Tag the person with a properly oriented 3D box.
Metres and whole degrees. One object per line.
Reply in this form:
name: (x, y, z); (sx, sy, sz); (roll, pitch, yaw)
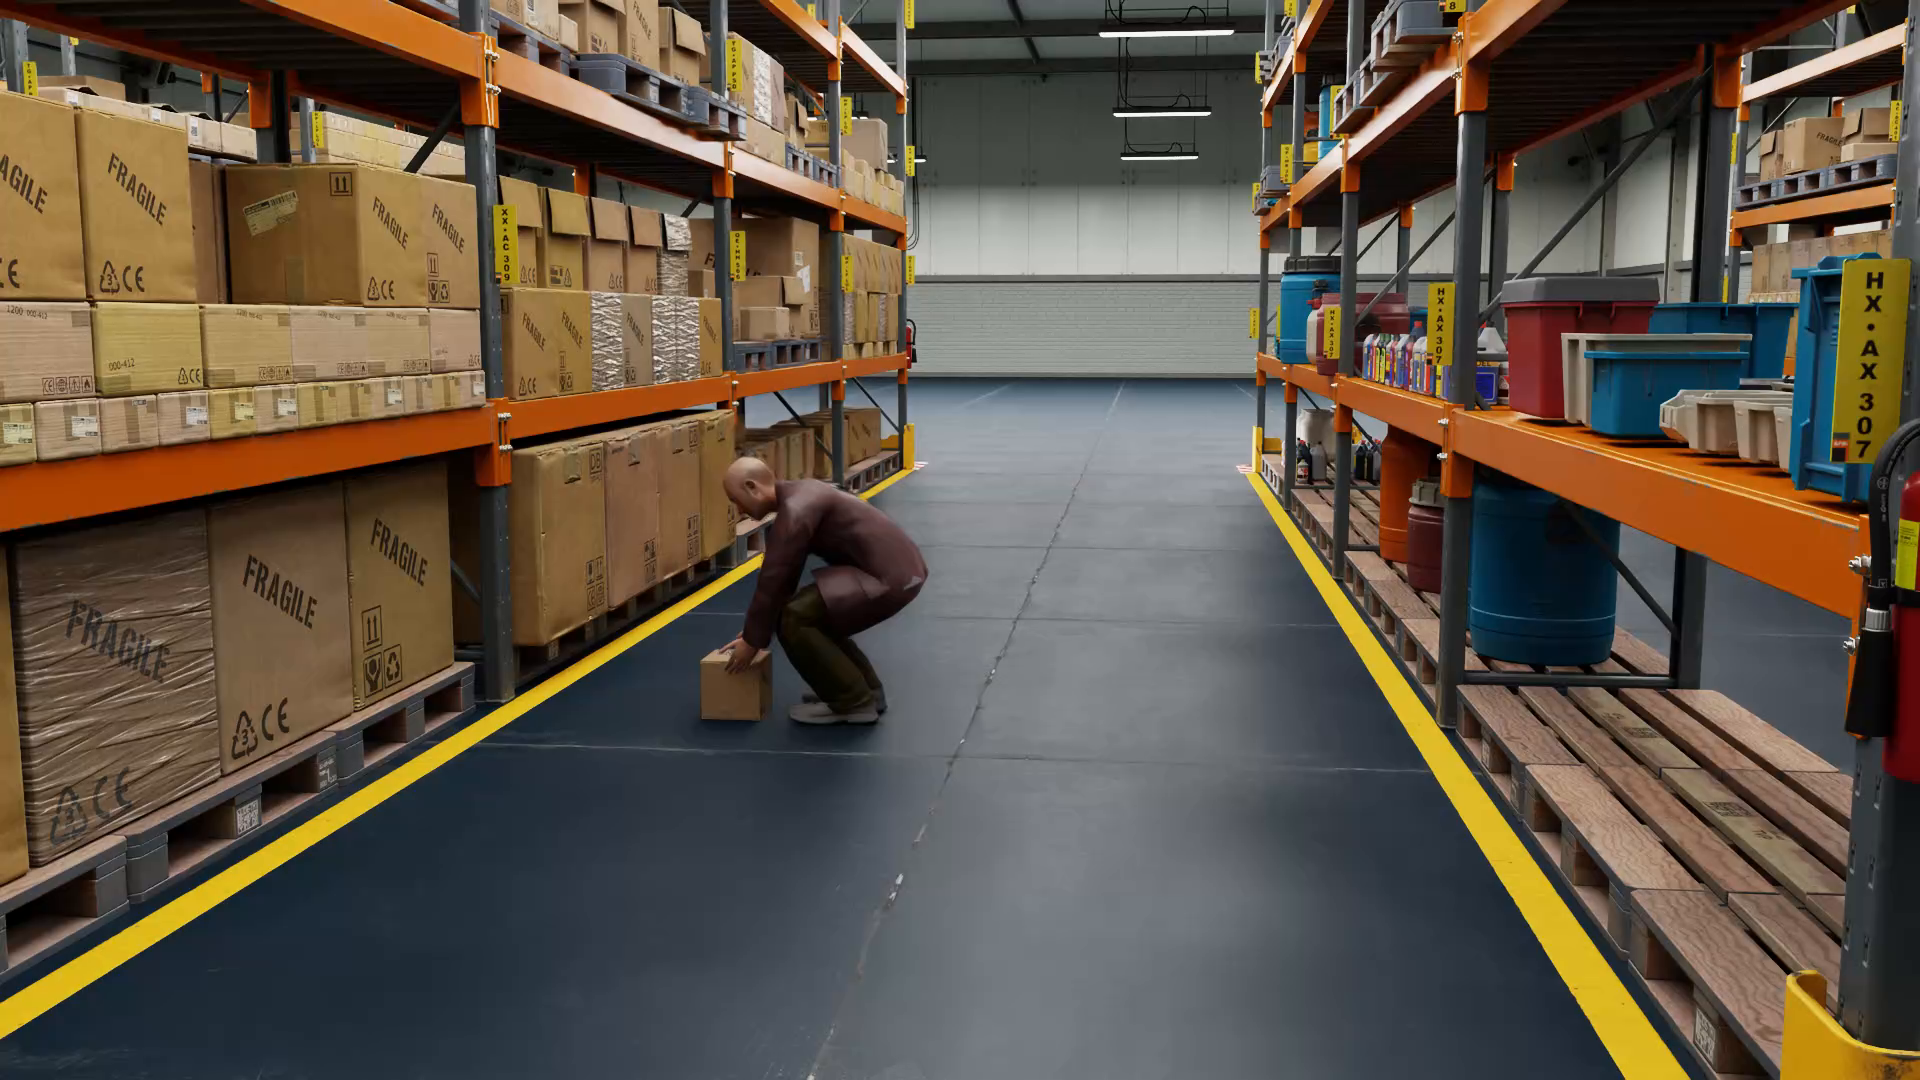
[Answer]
person: (-0.563, 0.202, 6.928); (0.860, 1.099, 0.615); (1, 7, 6)
